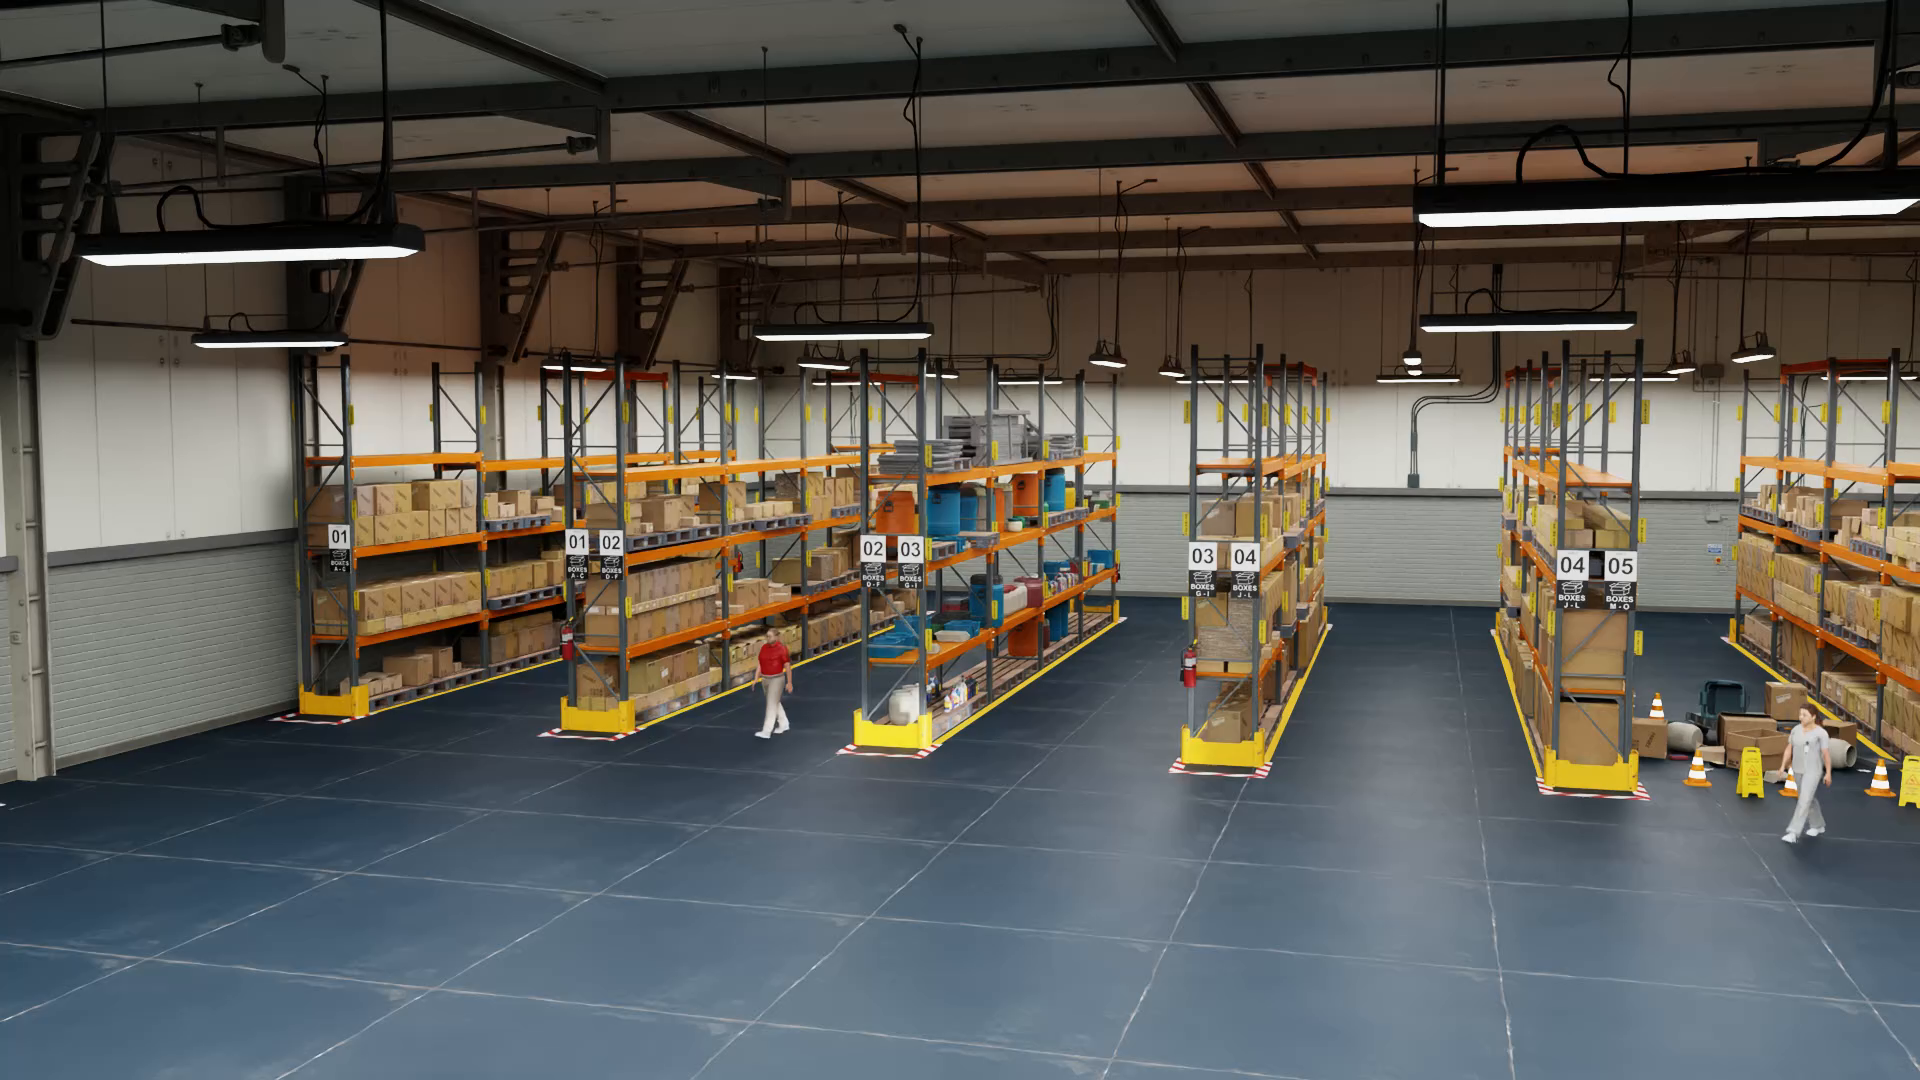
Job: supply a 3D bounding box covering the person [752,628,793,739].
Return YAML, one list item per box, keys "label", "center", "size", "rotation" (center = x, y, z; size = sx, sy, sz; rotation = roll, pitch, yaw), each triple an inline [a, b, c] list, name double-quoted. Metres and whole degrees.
- label: "person"
  center: [-2.970, 2.211, 25.878]
  size: [0.566, 1.685, 0.951]
  rotation: [4, 6, 42]

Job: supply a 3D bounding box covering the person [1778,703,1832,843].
- label: "person"
  center: [9.864, 2.714, 19.481]
  size: [1.043, 1.614, 0.475]
  rotation: [-2, 5, -27]
